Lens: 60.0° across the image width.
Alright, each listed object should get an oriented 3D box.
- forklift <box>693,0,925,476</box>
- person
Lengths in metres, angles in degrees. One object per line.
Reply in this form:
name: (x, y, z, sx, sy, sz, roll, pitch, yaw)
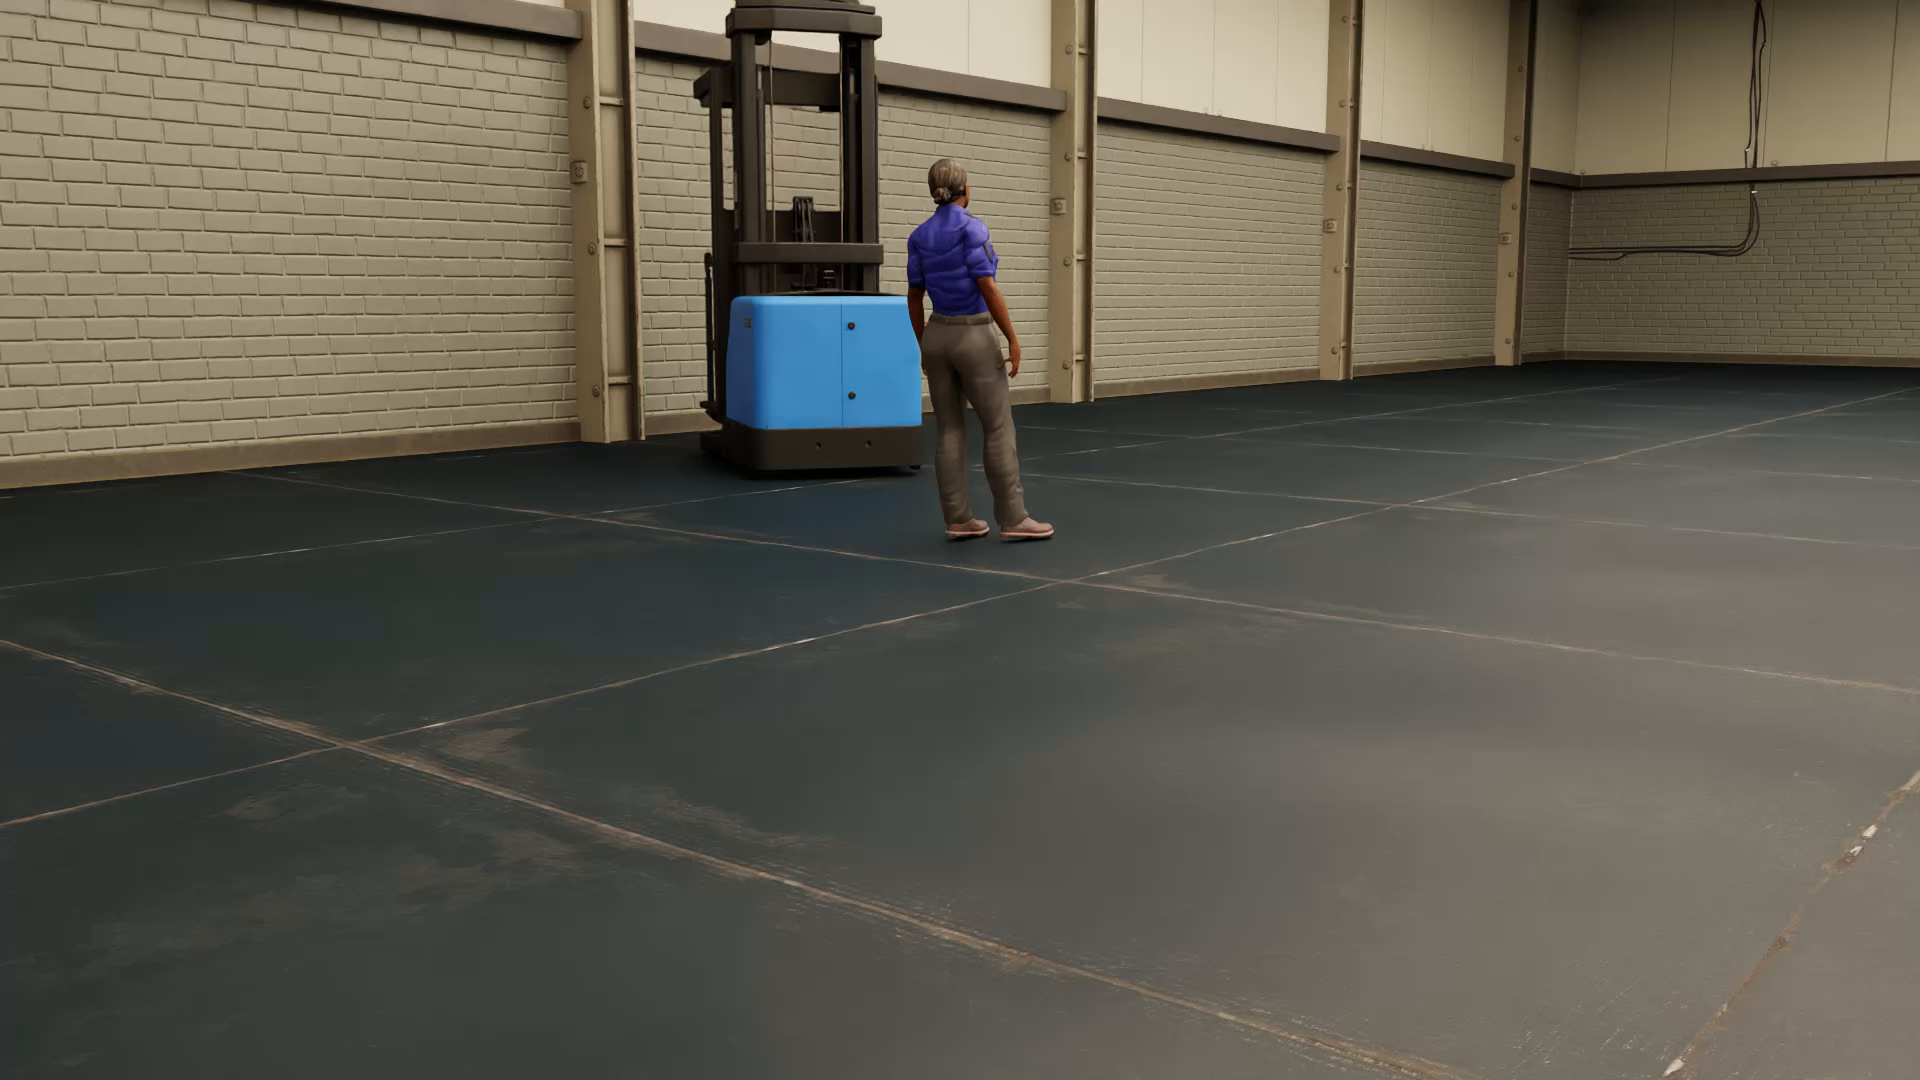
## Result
forklift: (-1.139, -2.011, 11.022, 1.130, 2.935, 3.031, -3, 9, -17)
person: (0.070, -0.833, 7.339, 0.570, 1.654, 0.504, 7, 11, 38)
